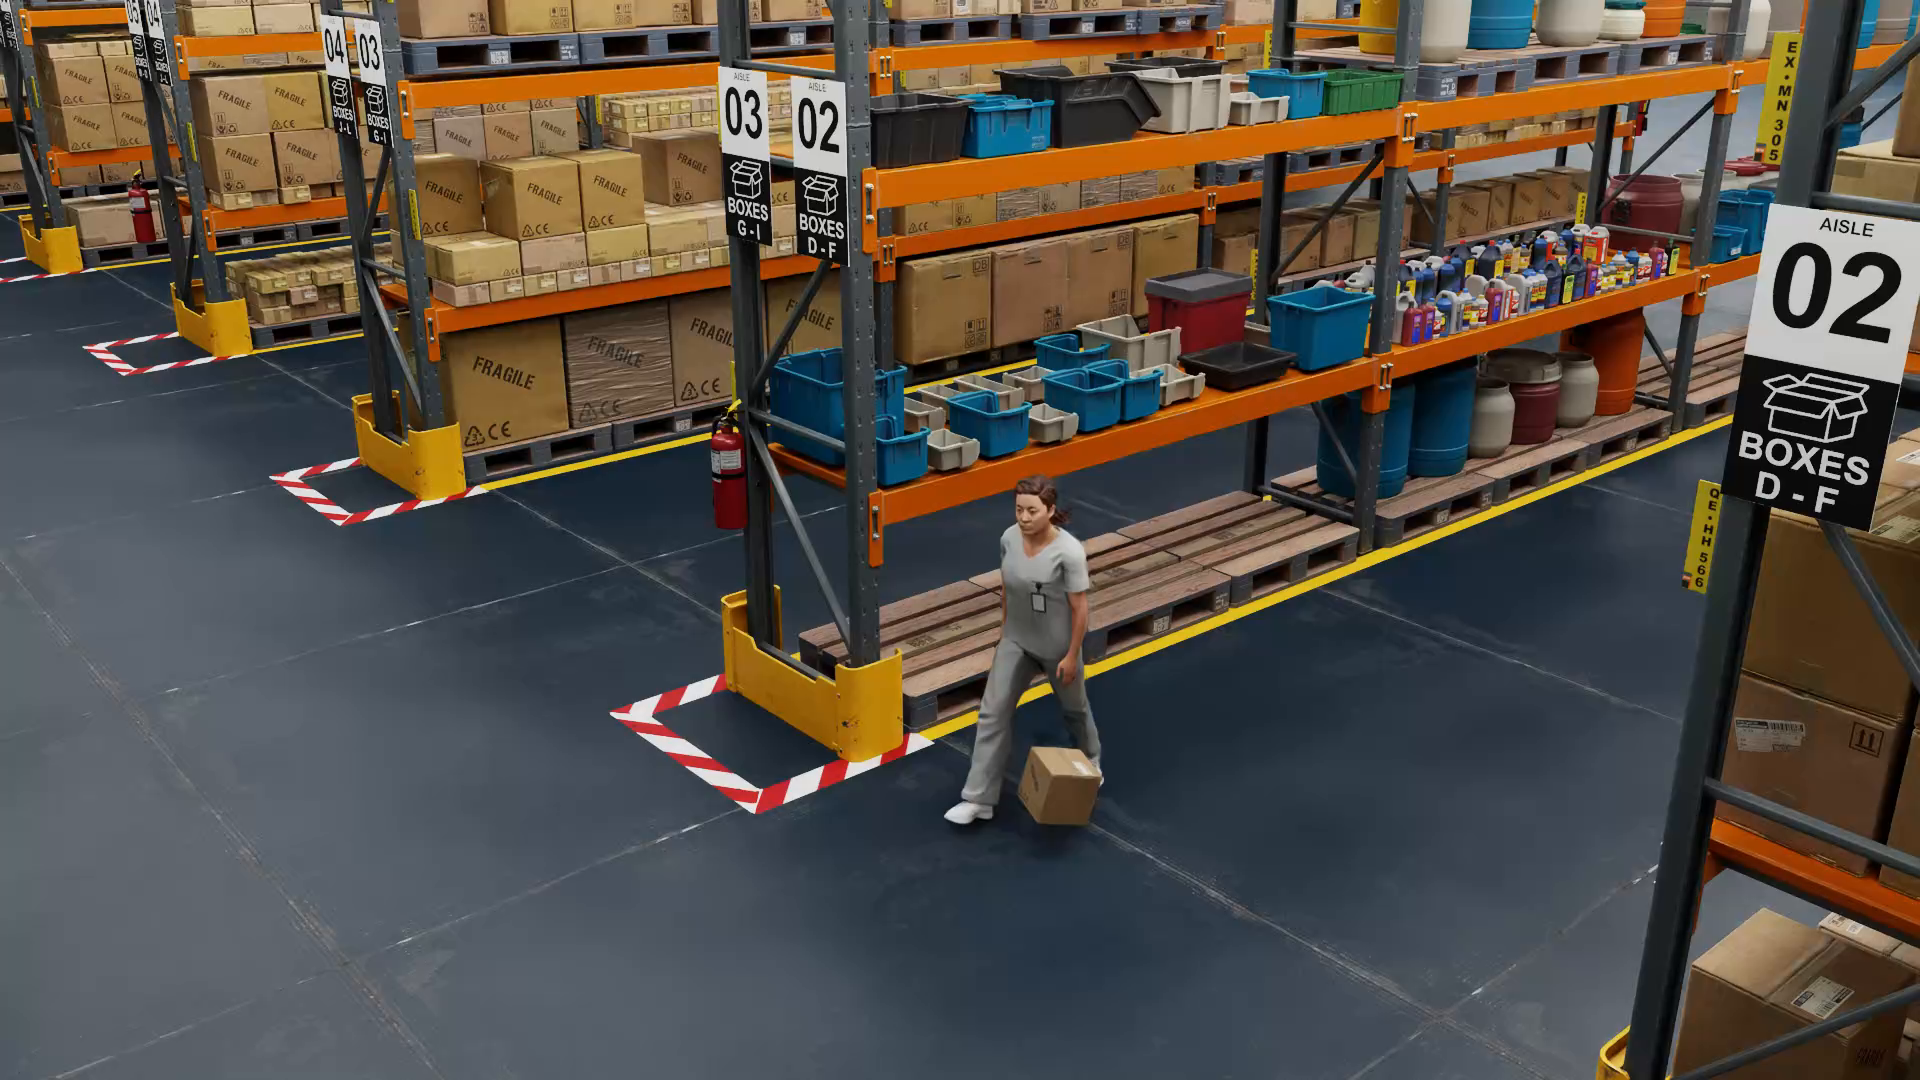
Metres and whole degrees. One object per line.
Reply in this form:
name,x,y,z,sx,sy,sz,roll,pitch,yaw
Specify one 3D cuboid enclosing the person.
person,0.351,0.466,7.419,0.483,1.622,0.946,12,24,29
